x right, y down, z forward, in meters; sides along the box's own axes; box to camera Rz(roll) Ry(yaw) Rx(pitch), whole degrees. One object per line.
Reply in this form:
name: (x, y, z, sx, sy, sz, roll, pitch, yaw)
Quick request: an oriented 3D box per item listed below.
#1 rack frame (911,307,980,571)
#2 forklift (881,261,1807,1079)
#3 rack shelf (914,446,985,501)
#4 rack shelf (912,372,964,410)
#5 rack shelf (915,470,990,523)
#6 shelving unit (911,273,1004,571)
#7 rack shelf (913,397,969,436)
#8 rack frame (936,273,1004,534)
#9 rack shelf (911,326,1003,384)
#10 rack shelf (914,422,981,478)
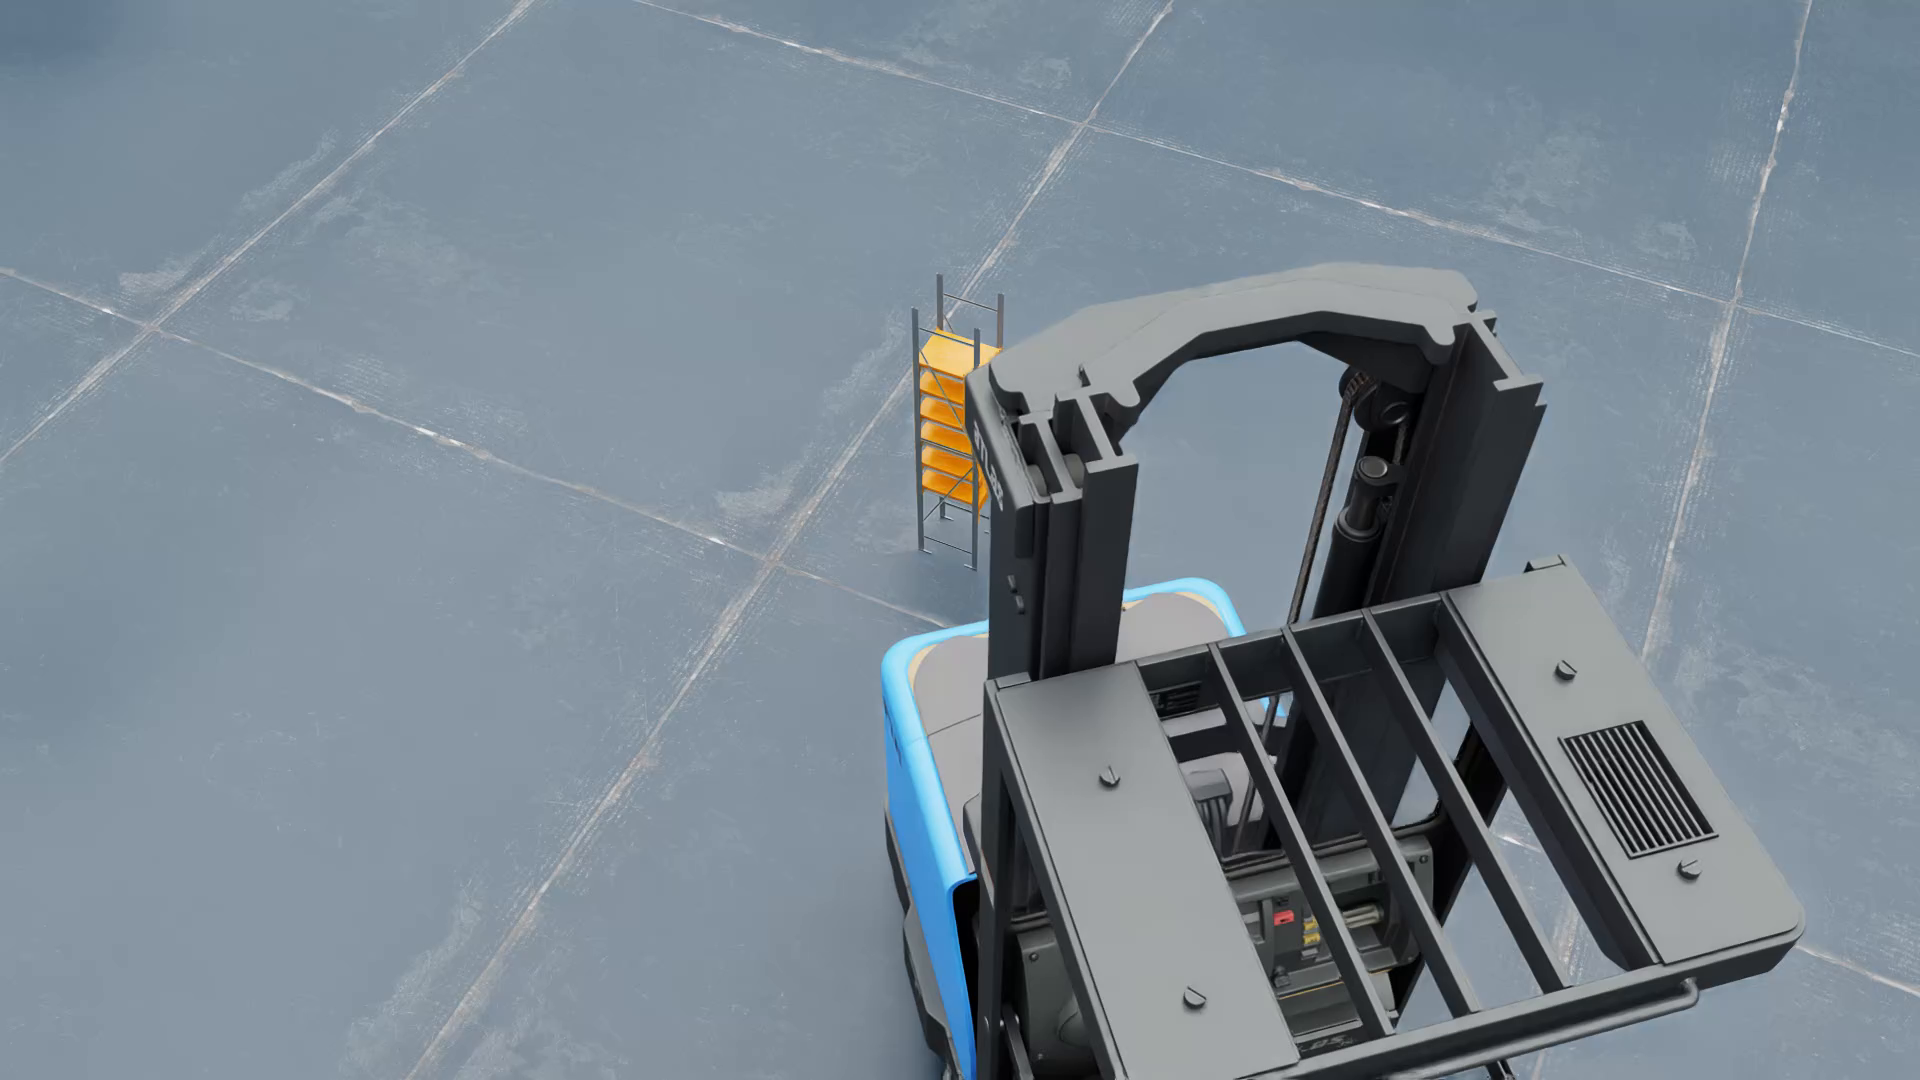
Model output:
rack frame: (-0.045, -0.316, 5.731, 0.240, 1.200, 0.006, 20, 52, 16)
forklift: (0.642, 1.019, 3.458, 1.130, 2.935, 3.031, -12, 51, -10)
rack shelf: (-0.006, -0.272, 5.910, 0.258, 0.103, 0.180, 20, 52, 16)
rack shelf: (-0.006, -0.506, 5.636, 0.258, 0.103, 0.180, 20, 52, 16)
rack shelf: (-0.006, -0.195, 6.001, 0.258, 0.103, 0.180, 20, 52, 16)
shelving unit: (-0.006, -0.379, 5.785, 0.258, 1.200, 0.189, 20, 52, 16)
rack shelf: (-0.006, -0.428, 5.727, 0.258, 0.103, 0.180, 20, 52, 16)
rack frame: (0.033, -0.442, 5.838, 0.240, 1.200, 0.006, 20, 52, 16)
rack shelf: (-0.006, -0.583, 5.544, 0.258, 0.103, 0.180, 20, 52, 16)
rack shelf: (-0.006, -0.350, 5.818, 0.258, 0.103, 0.180, 20, 52, 16)
